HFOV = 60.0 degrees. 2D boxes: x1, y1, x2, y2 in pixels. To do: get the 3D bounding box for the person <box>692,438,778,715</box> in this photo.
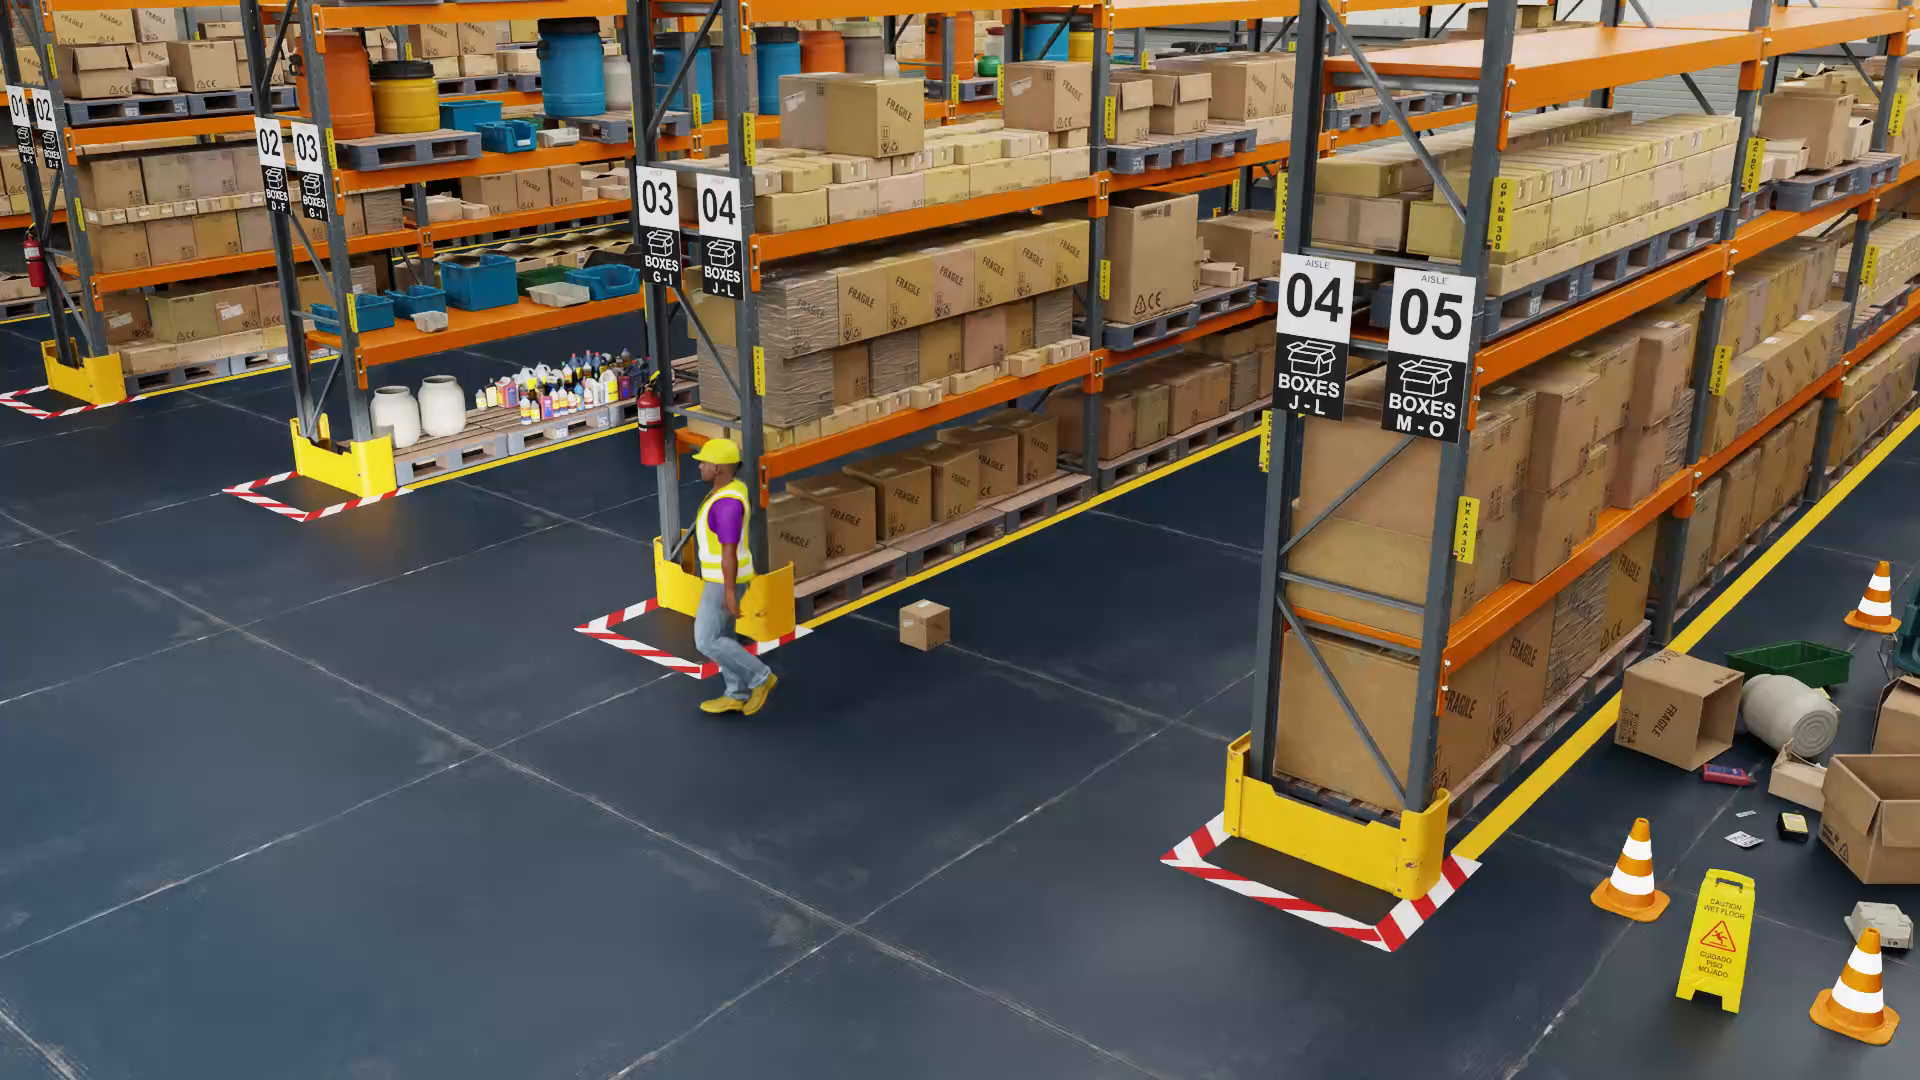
[{"bbox_3d":[-1.404,0.230,10.343,0.503,1.755,0.635,-2,20,-4],"label":"person"}]
